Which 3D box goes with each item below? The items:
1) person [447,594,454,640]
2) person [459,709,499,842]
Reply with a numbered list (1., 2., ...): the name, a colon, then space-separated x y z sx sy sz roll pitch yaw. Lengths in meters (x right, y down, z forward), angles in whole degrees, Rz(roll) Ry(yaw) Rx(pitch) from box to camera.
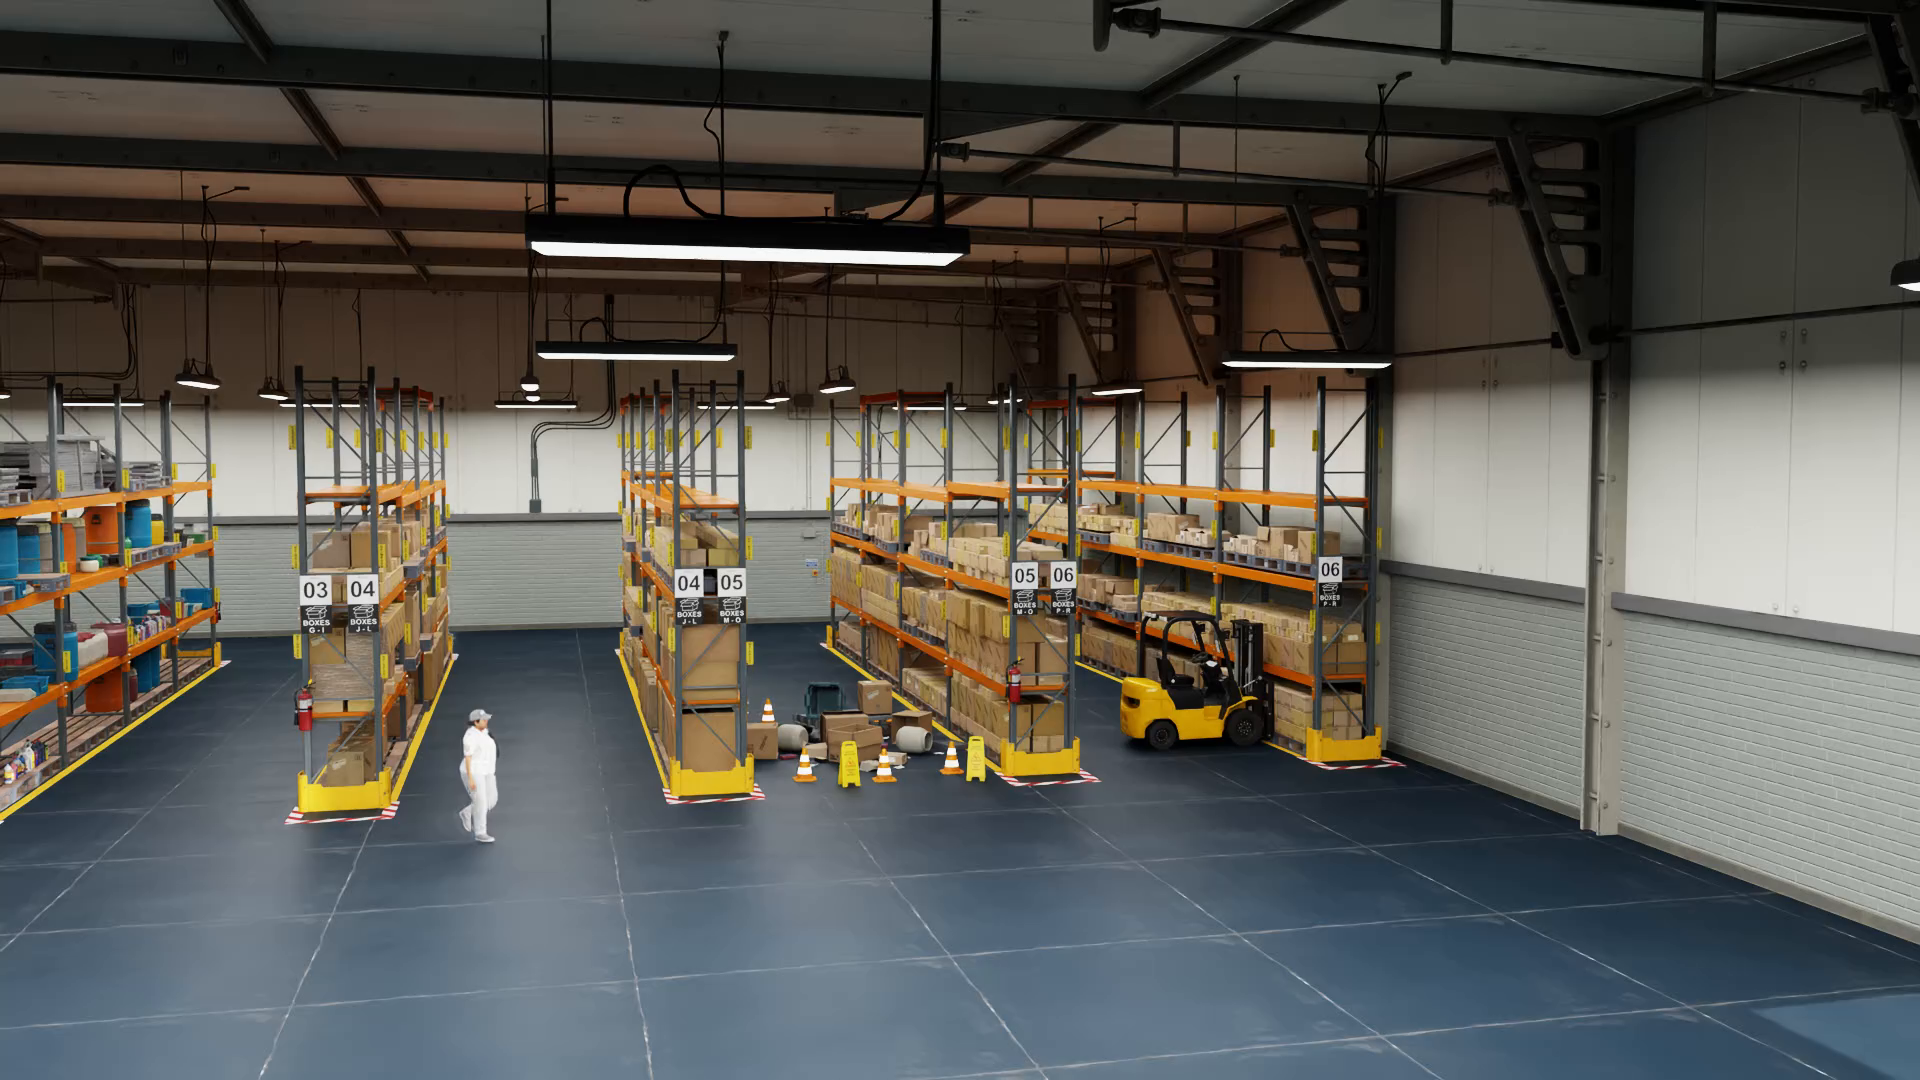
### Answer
1. person: -12.397 1.832 39.877 0.454 1.575 0.774 2 4 28
2. person: -6.072 2.921 20.802 0.670 1.642 0.481 2 4 25
